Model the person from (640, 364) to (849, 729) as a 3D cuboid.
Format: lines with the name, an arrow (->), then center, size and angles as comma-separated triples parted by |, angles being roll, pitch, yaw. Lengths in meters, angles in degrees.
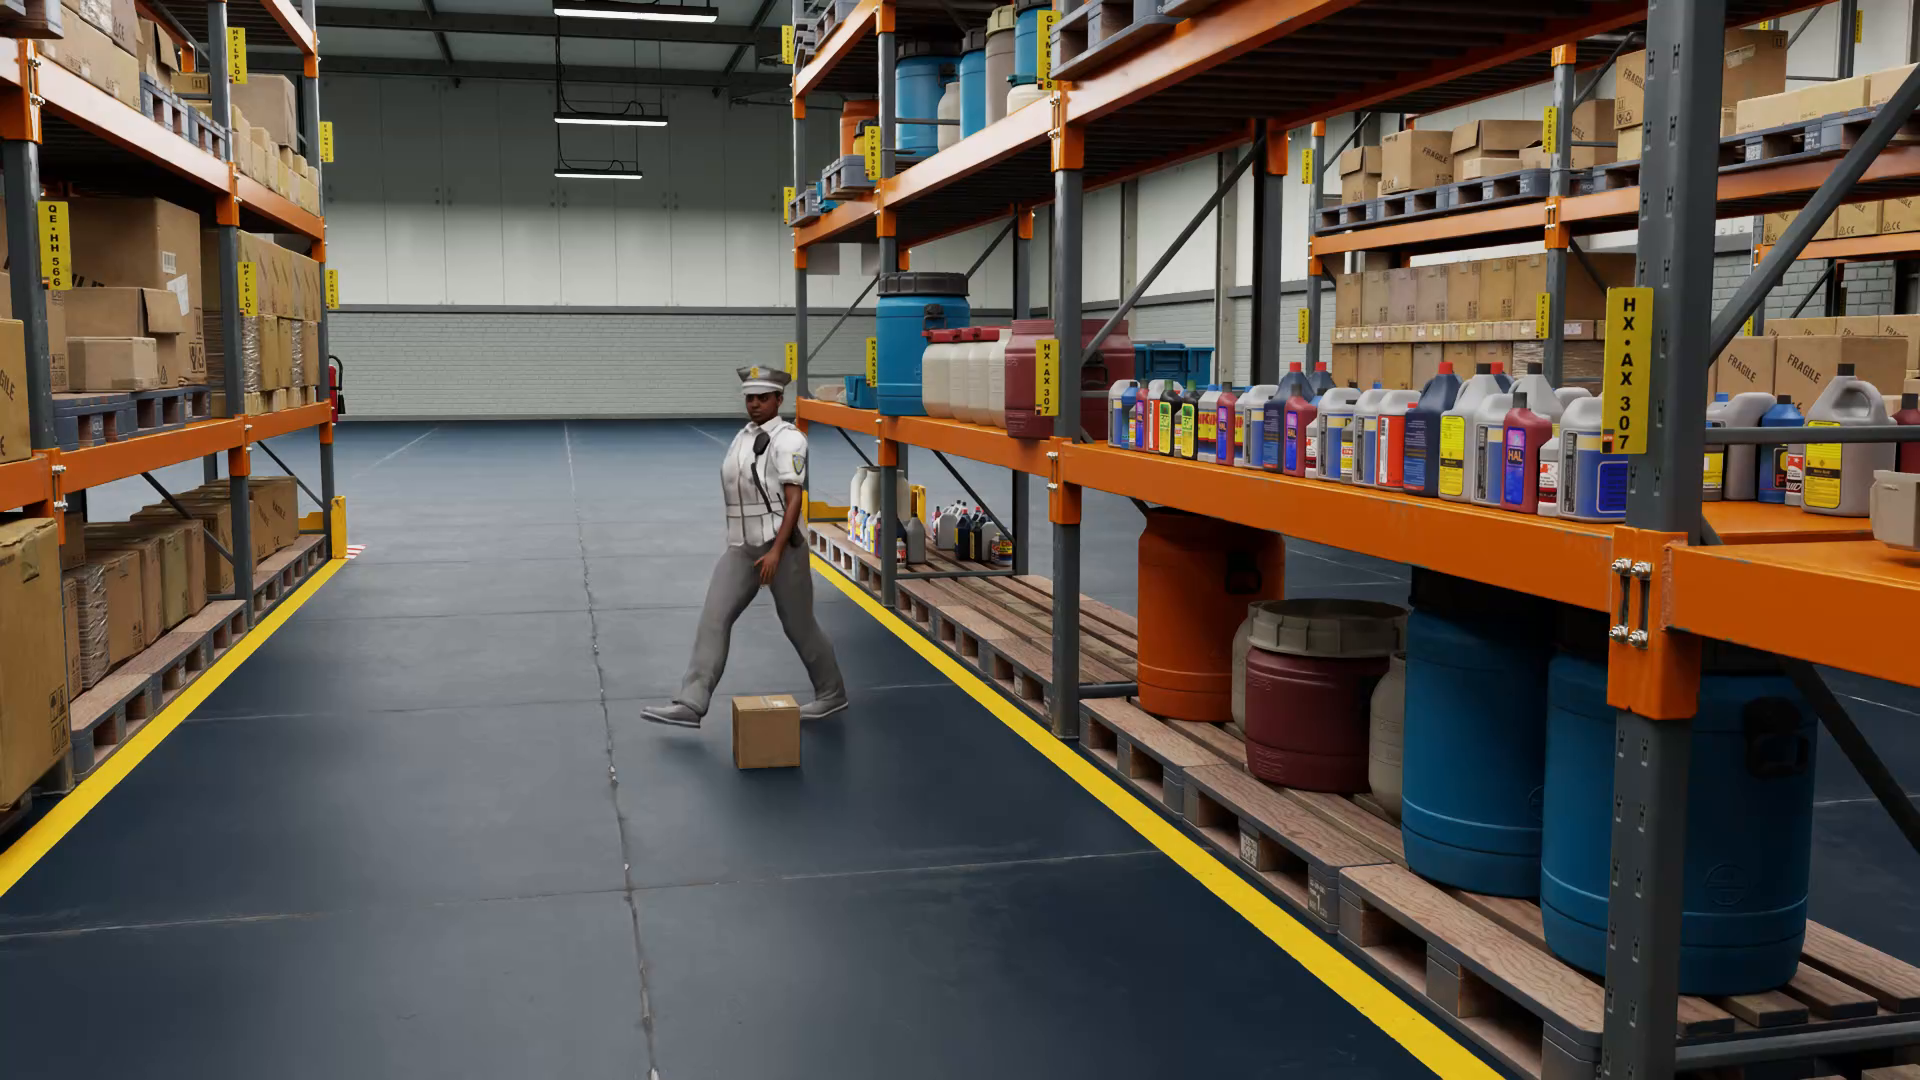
person -> -0.935, 0.034, 7.382 | 0.476, 1.619, 0.979 | 5, 8, 38
